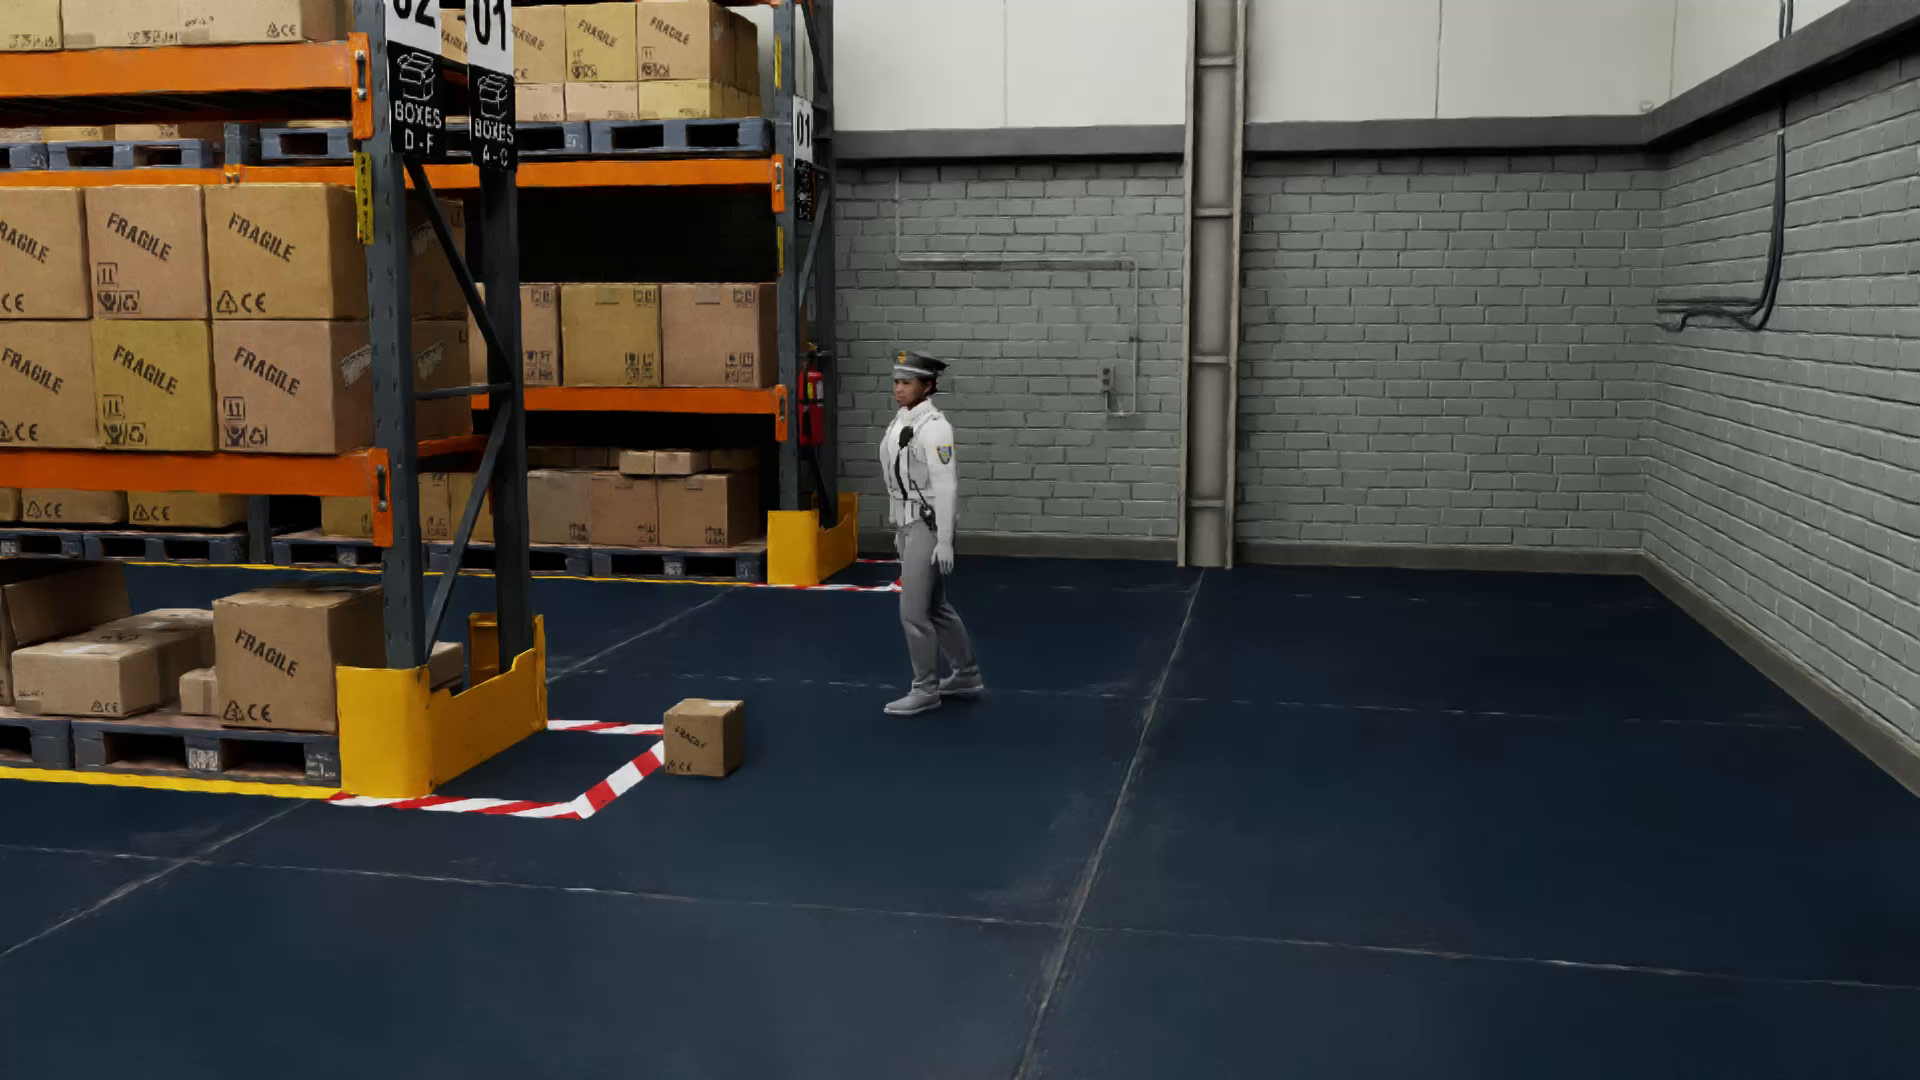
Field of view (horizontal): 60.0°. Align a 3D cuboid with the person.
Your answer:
[{"bbox_3d":[-0.111,-0.045,7.605,0.535,1.666,0.519,-3,9,-20],"label":"person"}]
